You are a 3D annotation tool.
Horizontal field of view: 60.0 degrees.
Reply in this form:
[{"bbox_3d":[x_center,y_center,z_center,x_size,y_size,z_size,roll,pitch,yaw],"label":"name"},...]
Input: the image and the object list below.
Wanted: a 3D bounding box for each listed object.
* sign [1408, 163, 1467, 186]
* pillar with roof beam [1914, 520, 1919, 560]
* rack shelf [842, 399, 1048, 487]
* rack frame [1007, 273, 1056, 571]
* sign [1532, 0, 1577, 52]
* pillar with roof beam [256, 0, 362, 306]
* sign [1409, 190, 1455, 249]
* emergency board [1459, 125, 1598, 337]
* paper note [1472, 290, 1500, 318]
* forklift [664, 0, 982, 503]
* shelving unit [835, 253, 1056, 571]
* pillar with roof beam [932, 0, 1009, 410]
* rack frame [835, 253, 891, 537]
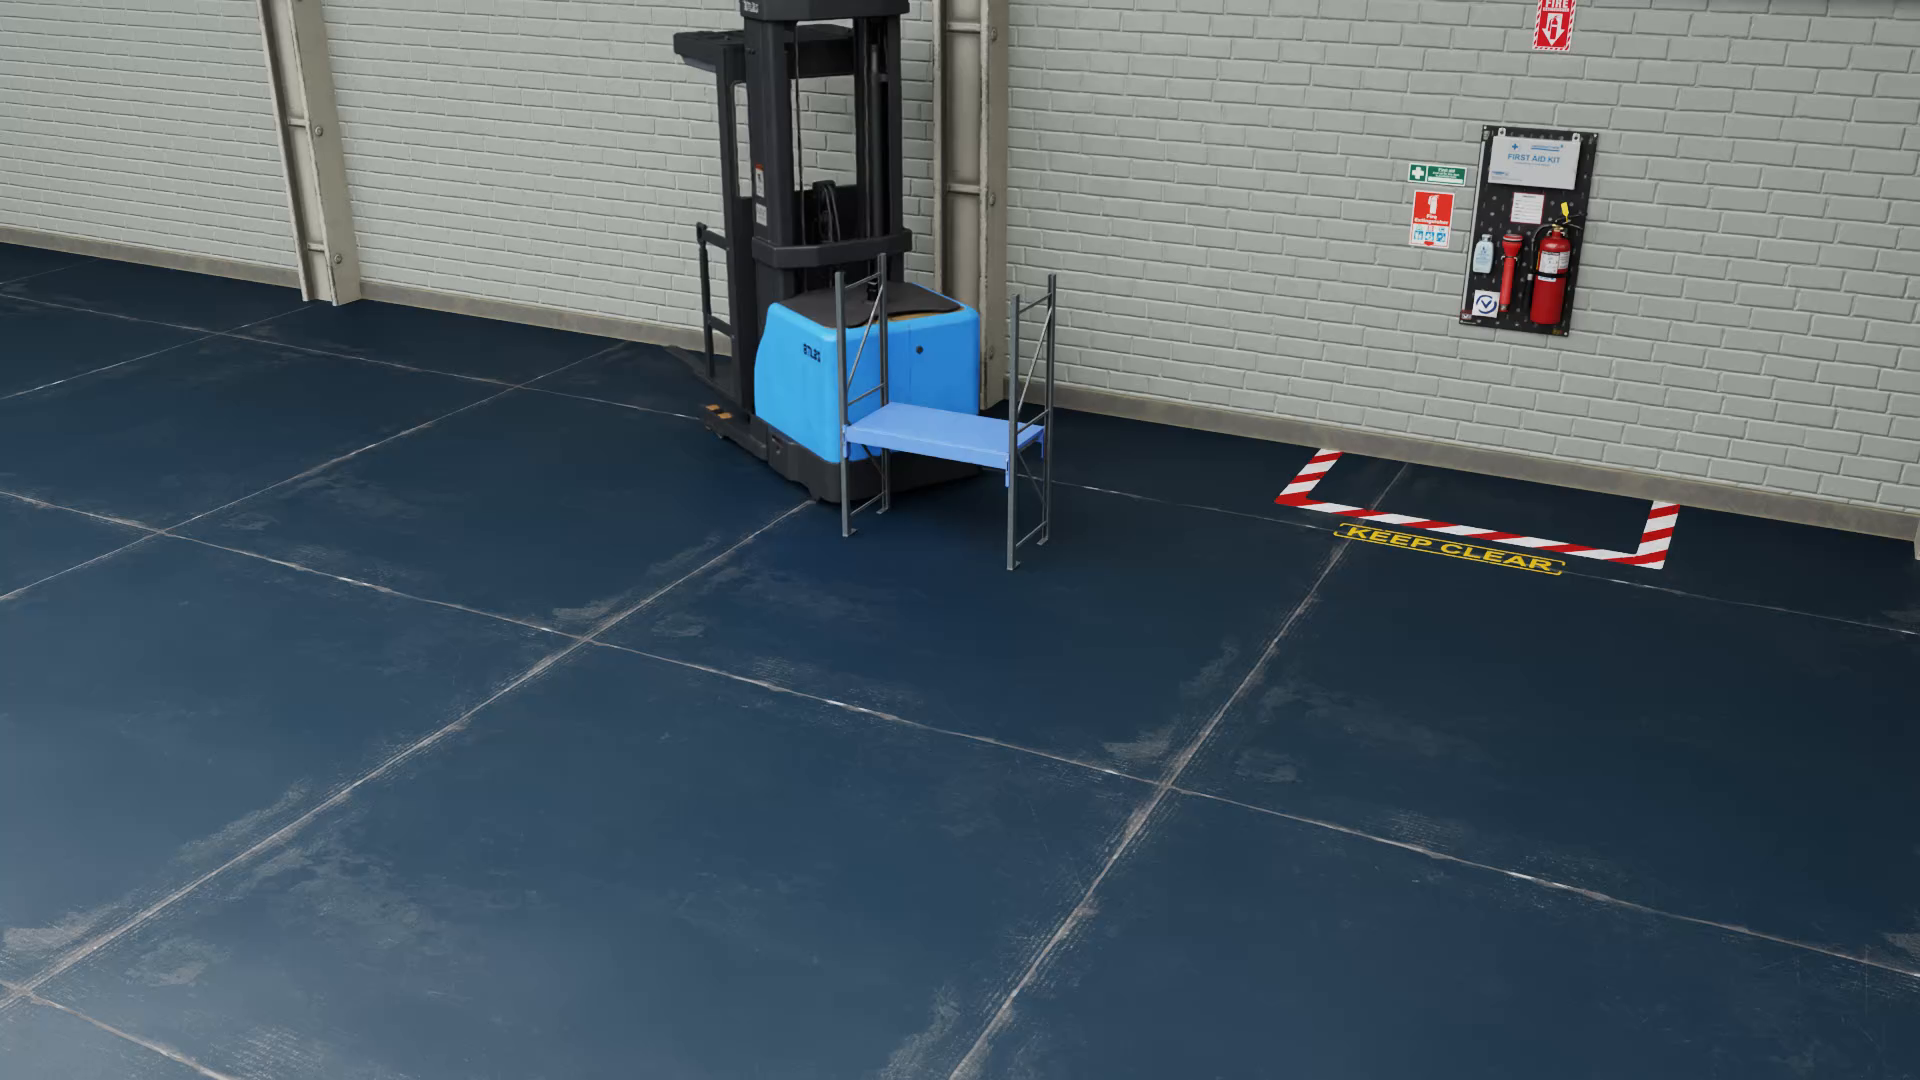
[{"bbox_3d":[2.788,-2.136,9.716,0.331,0.109,0.001,11,25,25],"label":"sign"},{"bbox_3d":[3.480,-2.553,3.755,0.400,9.000,9.100,11,25,25],"label":"pillar with roof beam"},{"bbox_3d":[-0.076,-0.540,9.062,1.000,0.185,0.538,11,25,25],"label":"rack shelf"},{"bbox_3d":[0.378,-0.615,8.781,0.032,1.500,0.500,11,25,25],"label":"rack frame"},{"bbox_3d":[3.272,-2.849,9.153,0.199,0.298,0.001,11,25,25],"label":"sign"},{"bbox_3d":[-7.229,-4.672,8.738,0.400,9.000,9.100,11,25,25],"label":"pillar with roof beam"},{"bbox_3d":[2.787,-1.896,9.829,0.234,0.329,0.001,11,25,25],"label":"sign"},{"bbox_3d":[3.234,-1.746,9.522,0.643,1.169,0.194,11,25,25],"label":"emergency board"},{"bbox_3d":[3.108,-1.396,9.825,0.142,0.148,0.016,11,25,25],"label":"paper note"},{"bbox_3d":[-1.062,-2.093,10.426,1.130,2.935,3.031,-13,26,-28],"label":"forklift"},{"bbox_3d":[-0.076,-0.705,8.992,1.048,1.500,0.538,11,25,25],"label":"shelving unit"},{"bbox_3d":[-1.874,-3.613,6.246,0.400,9.000,9.100,11,25,25],"label":"pillar with roof beam"},{"bbox_3d":[-0.530,-0.795,9.203,0.032,1.500,0.500,11,25,25],"label":"rack frame"}]
